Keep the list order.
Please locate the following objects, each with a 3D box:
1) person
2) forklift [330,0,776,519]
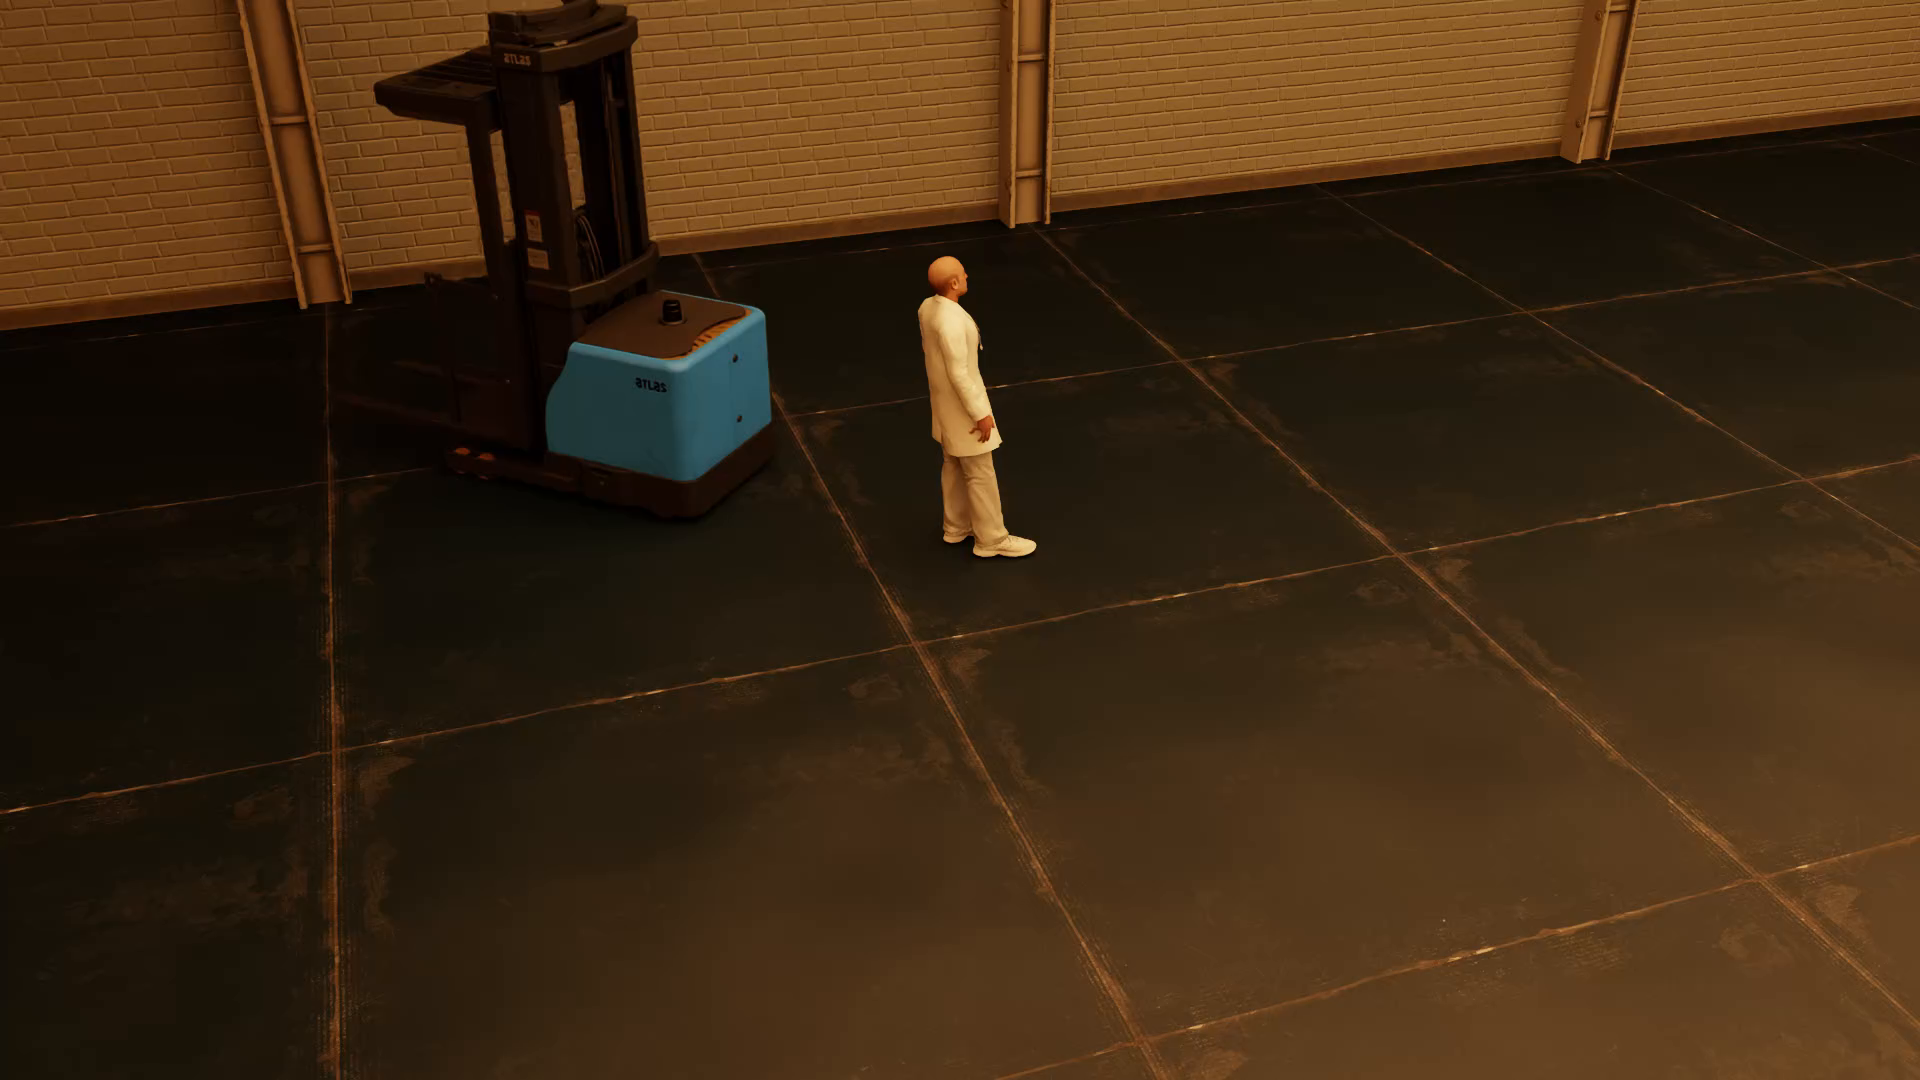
[{"bbox_3d":[0.088,-0.789,9.601,0.578,1.778,0.696,-10,31,-16],"label":"person"},{"bbox_3d":[-2.761,-1.884,10.361,3.031,2.935,1.130,13,32,21],"label":"forklift"}]
